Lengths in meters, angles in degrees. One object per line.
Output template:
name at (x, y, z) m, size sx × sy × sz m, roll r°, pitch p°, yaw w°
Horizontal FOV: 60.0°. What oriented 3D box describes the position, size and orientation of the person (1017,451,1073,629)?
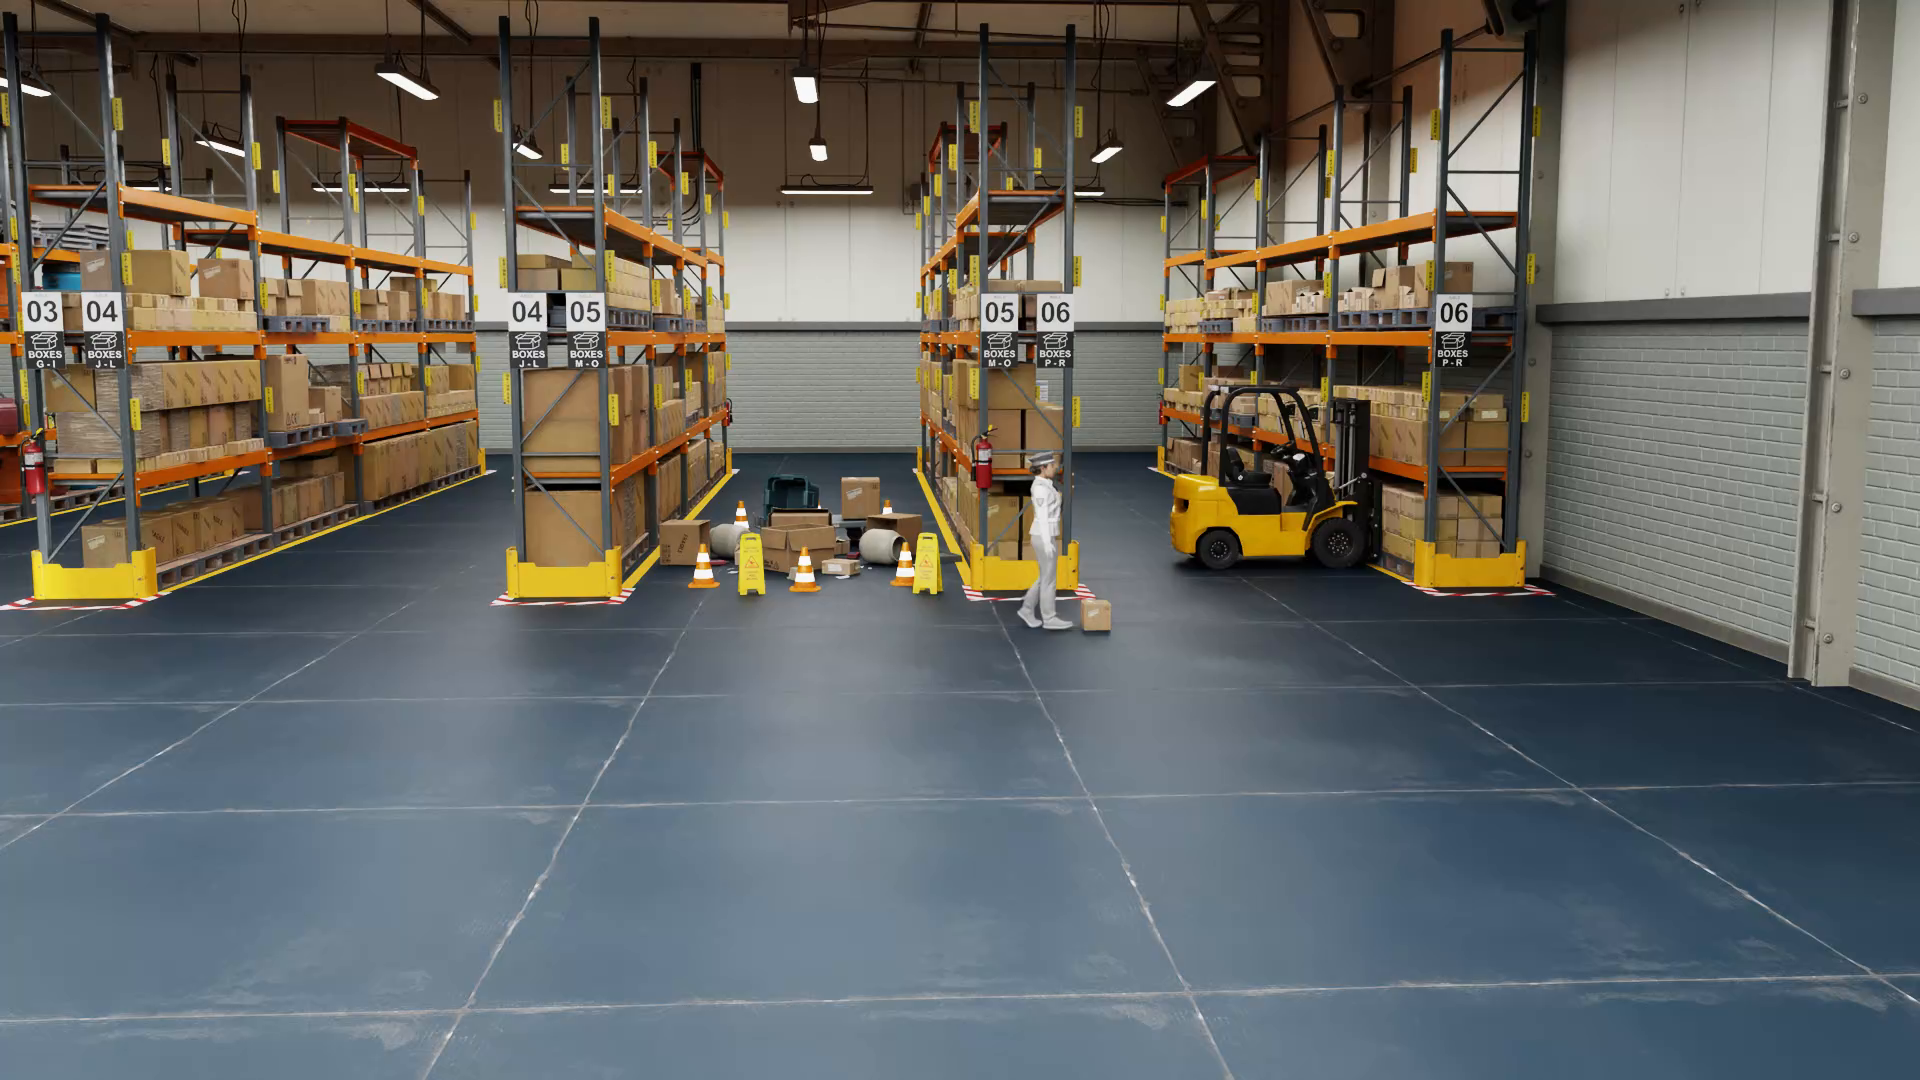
person at (0.811, 0.004, 15.618) m, size 0.521 × 1.691 × 0.506 m, roll 0°, pitch 7°, yaw 4°
